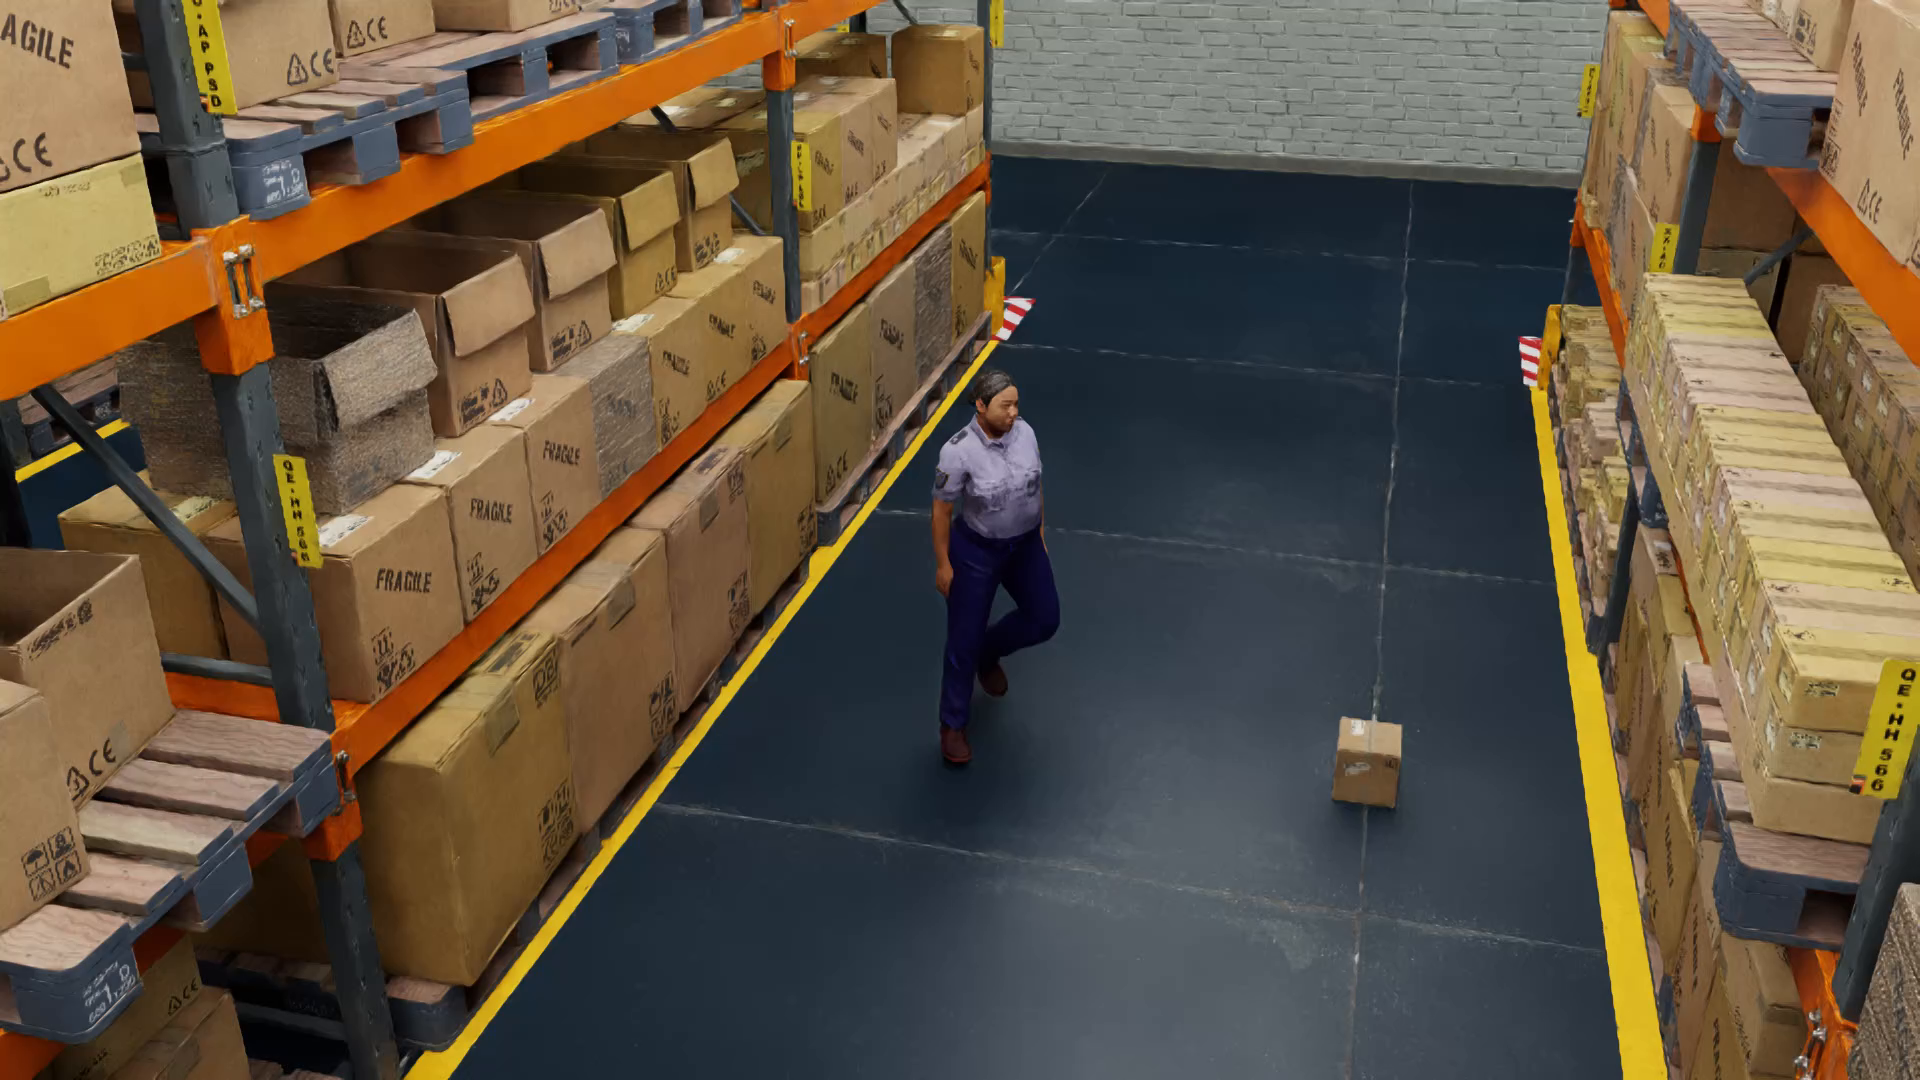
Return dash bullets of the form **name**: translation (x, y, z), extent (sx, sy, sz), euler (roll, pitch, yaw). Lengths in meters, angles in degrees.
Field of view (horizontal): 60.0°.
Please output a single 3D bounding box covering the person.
- **person**: translation (0.083, 0.055, 6.976), extent (0.606, 1.645, 0.516), euler (-17, 30, -32)
